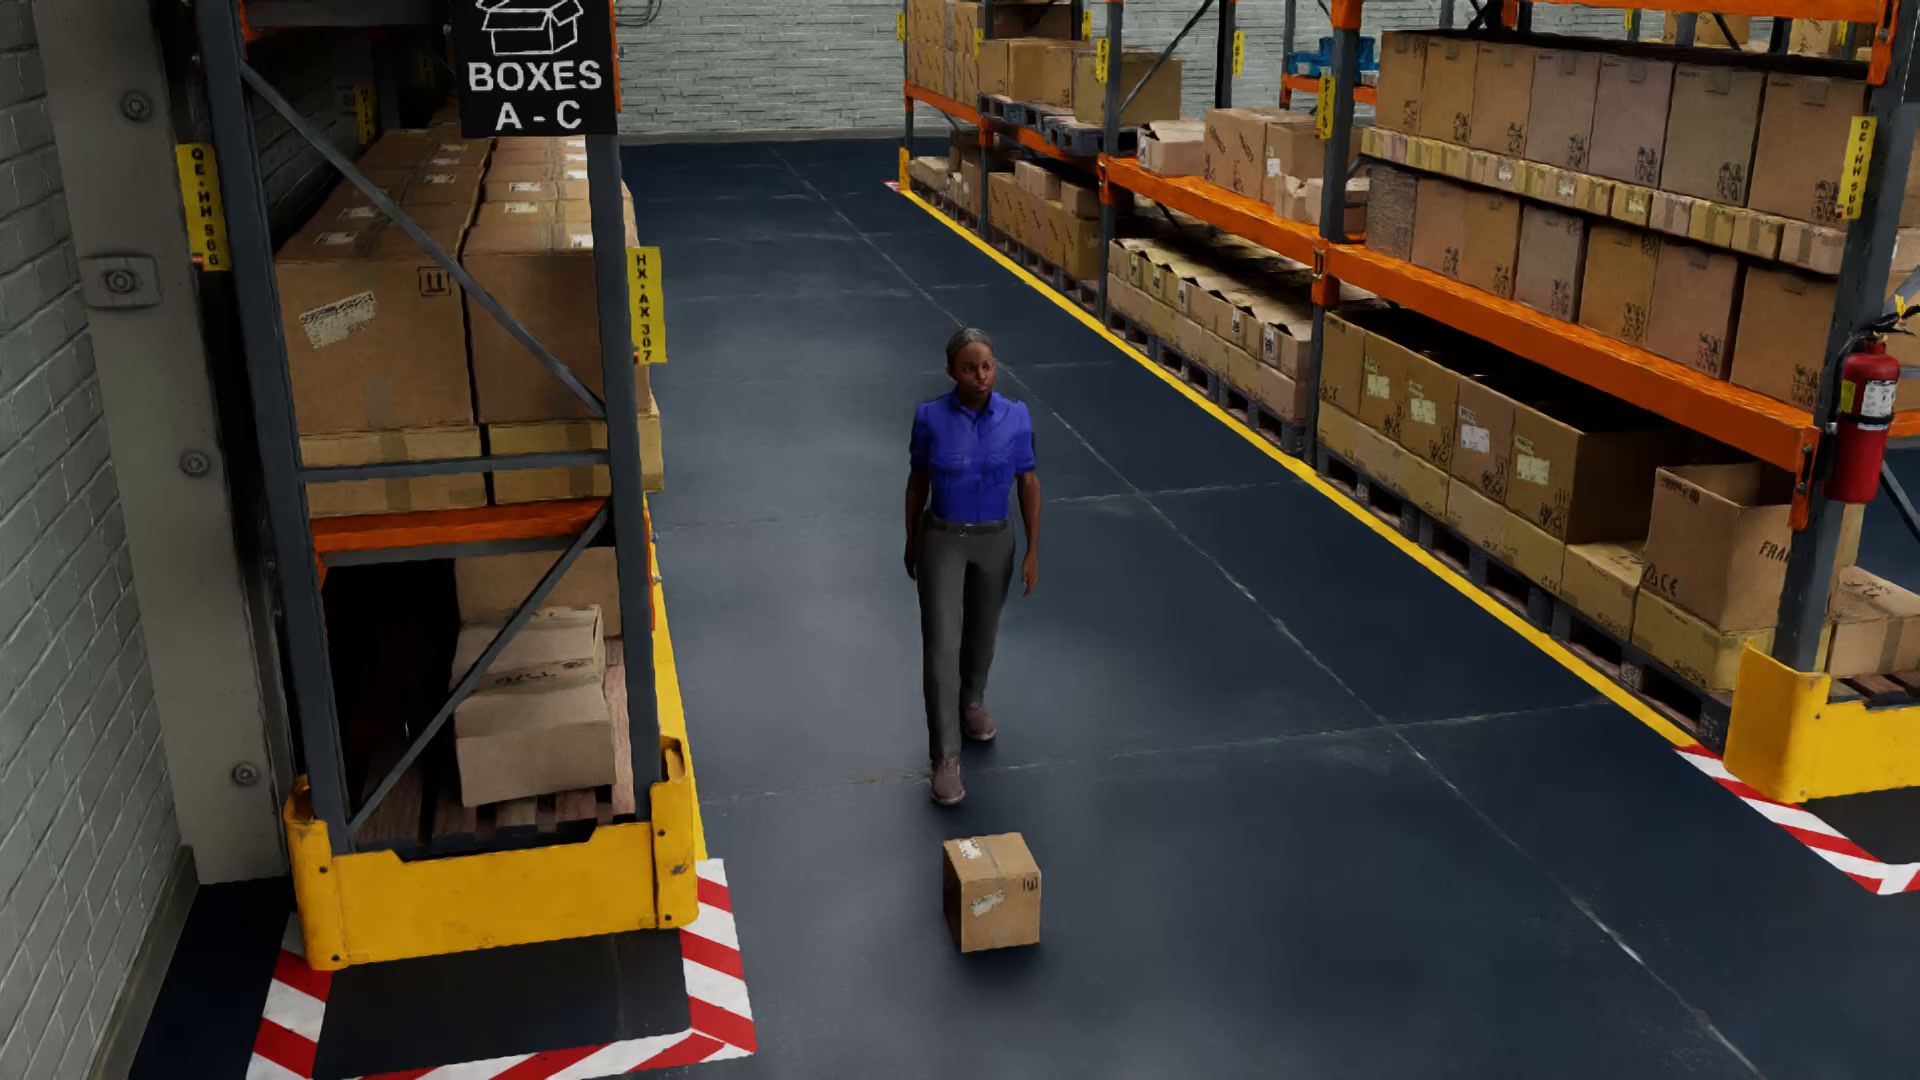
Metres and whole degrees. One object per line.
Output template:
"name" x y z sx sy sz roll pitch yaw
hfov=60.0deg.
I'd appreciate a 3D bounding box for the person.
"person" 0.059 0.051 5.937 0.471 1.611 0.796 -3 20 -9
